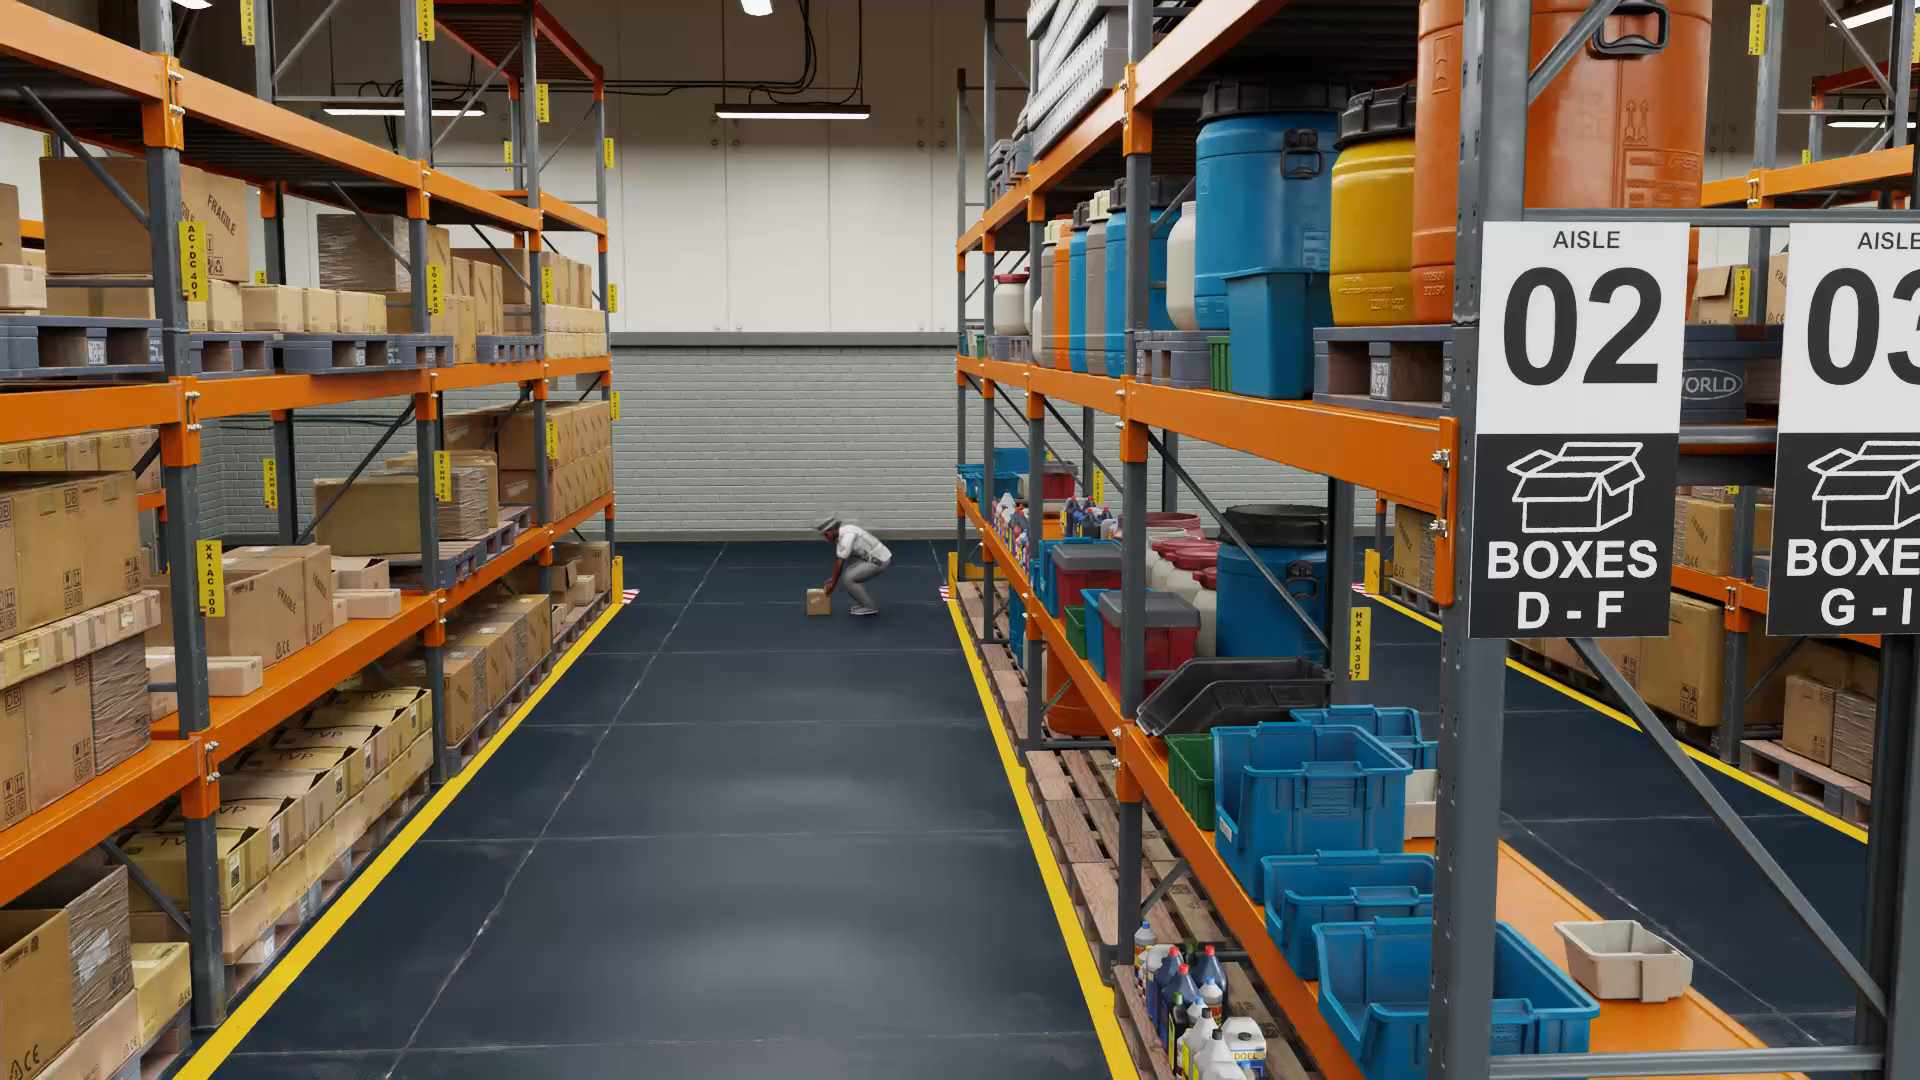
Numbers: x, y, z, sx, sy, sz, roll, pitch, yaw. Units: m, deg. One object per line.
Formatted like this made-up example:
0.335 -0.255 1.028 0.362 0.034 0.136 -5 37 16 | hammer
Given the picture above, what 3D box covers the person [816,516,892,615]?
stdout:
-1.161 0.271 18.206 0.835 1.083 0.494 0 7 -4 | person
